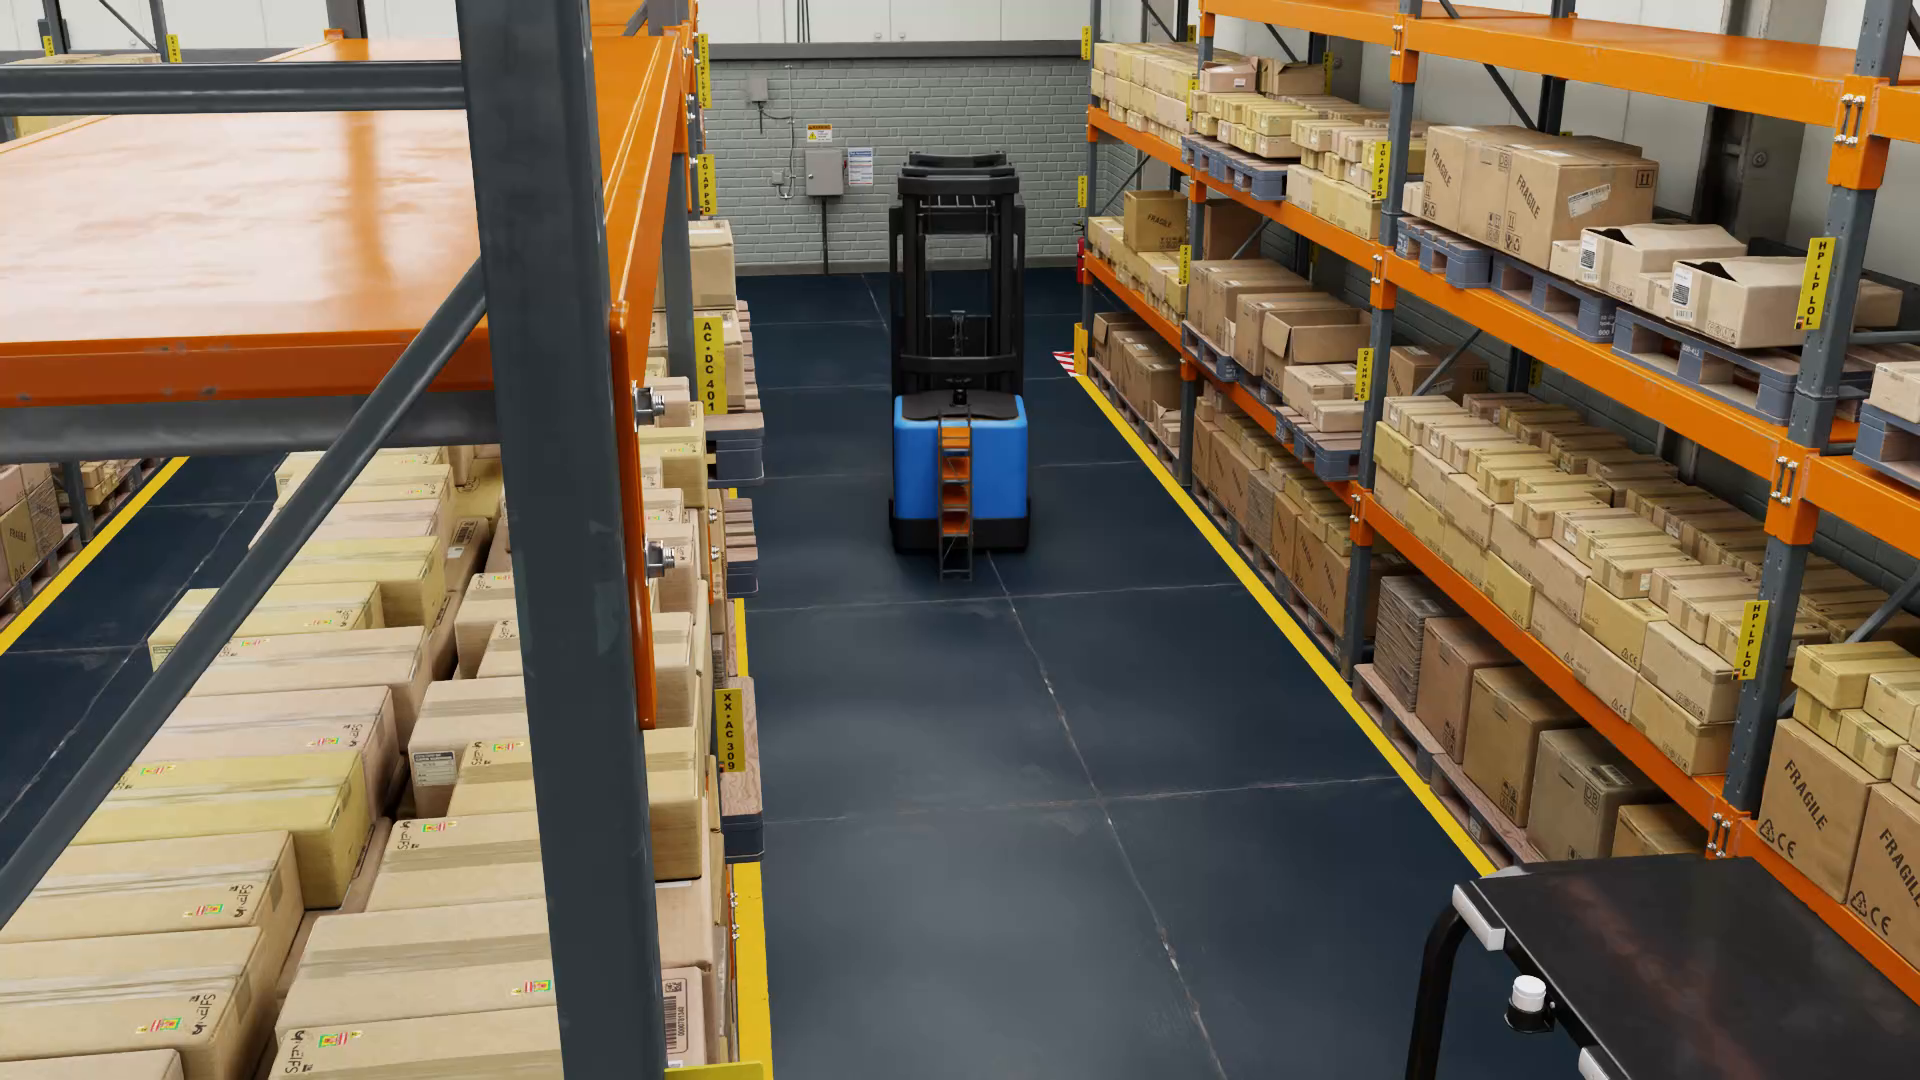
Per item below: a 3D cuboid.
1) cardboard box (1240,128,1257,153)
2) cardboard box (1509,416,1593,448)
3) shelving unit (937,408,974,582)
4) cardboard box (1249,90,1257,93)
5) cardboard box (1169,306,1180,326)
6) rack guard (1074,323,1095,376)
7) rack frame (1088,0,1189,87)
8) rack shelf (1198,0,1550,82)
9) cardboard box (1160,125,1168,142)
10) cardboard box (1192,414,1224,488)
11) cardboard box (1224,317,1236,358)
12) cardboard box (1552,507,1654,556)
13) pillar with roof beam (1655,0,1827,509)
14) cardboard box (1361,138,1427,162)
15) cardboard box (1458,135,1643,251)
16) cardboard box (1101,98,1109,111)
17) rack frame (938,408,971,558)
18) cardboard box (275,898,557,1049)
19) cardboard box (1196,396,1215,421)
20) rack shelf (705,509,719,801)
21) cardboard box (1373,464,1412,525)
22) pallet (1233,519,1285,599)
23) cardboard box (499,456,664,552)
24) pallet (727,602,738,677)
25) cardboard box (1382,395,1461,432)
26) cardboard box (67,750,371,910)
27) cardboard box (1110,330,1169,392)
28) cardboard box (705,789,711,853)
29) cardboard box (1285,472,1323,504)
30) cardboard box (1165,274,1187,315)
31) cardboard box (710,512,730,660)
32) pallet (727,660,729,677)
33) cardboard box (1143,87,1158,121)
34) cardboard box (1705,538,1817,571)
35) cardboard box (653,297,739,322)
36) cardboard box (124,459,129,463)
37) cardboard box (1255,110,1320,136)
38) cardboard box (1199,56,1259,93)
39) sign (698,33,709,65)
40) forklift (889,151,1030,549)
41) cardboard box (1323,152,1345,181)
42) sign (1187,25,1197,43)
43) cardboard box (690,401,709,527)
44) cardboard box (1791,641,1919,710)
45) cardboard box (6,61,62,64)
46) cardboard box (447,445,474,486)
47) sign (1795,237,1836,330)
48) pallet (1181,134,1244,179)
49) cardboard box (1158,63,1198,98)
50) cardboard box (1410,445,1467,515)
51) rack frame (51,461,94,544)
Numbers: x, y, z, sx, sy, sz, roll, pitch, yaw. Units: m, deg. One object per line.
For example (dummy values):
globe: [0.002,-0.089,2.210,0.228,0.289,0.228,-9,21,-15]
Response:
cardboard box: [2.233,-2.876,11.958,0.380,0.149,0.250,-2,21,-6]
cardboard box: [3.355,-0.596,9.455,0.380,0.149,0.250,-3,21,-8]
shelving unit: [-0.035,-0.338,12.407,0.258,1.200,0.503,-1,20,-1]
cardboard box: [2.616,-3.805,13.903,0.500,0.250,0.500,-3,21,-8]
cardboard box: [2.052,-1.979,14.588,0.380,0.149,0.250,-2,21,-6]
rack guard: [1.841,-2.098,18.119,1.175,0.500,0.348,-3,21,-8]
rack frame: [1.830,-6.106,16.702,1.000,3.000,0.127,-3,21,-8]
rack shelf: [2.695,-3.504,11.336,1.077,0.370,4.000,-3,21,-8]
cardboard box: [1.969,-3.571,14.562,0.380,0.149,0.250,-3,21,-8]
cardboard box: [2.254,-0.757,13.929,0.500,0.500,0.500,-2,21,-5]
cardboard box: [2.227,-1.544,12.654,0.396,0.266,0.258,-2,21,-5]
cardboard box: [3.077,-0.039,7.964,0.380,0.149,0.250,-3,21,-7]
pillar with roof beam: [-0.197,-2.713,7.618,9.100,9.000,0.400,-3,21,-8]
cardboard box: [2.707,-2.387,10.252,0.380,0.149,0.250,-4,21,-10]
cardboard box: [3.018,-1.788,8.544,0.700,0.500,0.500,-3,21,-9]
cardboard box: [1.646,-4.461,16.944,0.380,0.149,0.250,-2,21,-7]
rack frame: [-0.041,-0.424,12.636,0.240,1.200,0.015,-1,20,-1]
cardboard box: [-0.676,0.615,2.214,0.380,0.149,0.250,-3,21,-8]
cardboard box: [2.195,-1.102,13.926,0.380,0.149,0.250,-2,21,-5]
rack shelf: [-1.063,0.735,3.701,1.077,0.370,4.000,-3,21,-8]
cardboard box: [2.805,-0.289,9.918,0.500,0.250,0.500,-3,21,-8]
pallet: [2.740,0.099,12.650,1.003,0.211,1.213,-3,21,-8]
cardboard box: [-0.924,-0.091,4.106,0.380,0.149,0.250,-3,21,-9]
pallet: [-1.967,0.756,10.891,1.003,0.211,1.213,-3,21,-8]
cardboard box: [2.738,-0.751,9.870,0.380,0.149,0.250,-2,21,-6]
cardboard box: [-1.156,0.464,2.620,0.380,0.149,0.250,-3,21,-7]
cardboard box: [1.909,-1.807,16.738,0.700,0.500,0.500,-2,21,-6]
cardboard box: [-0.692,0.630,3.314,0.380,0.149,0.250,-3,21,-7]
cardboard box: [2.567,-0.380,11.991,0.380,0.149,0.250,-3,21,-9]
cardboard box: [2.092,-2.144,14.457,0.500,0.250,0.500,-2,21,-6]
cardboard box: [-1.266,0.206,7.209,0.500,0.500,0.500,-3,21,-8]
pallet: [-1.602,0.499,7.866,1.003,0.211,1.213,-3,21,-8]
cardboard box: [1.941,-3.896,14.864,0.500,0.250,0.500,-2,21,-7]
cardboard box: [3.642,0.107,7.573,0.380,0.149,0.250,-3,21,-8]
cardboard box: [-1.113,-0.819,6.448,0.500,0.250,0.500,-3,21,-8]
cardboard box: [-7.408,-0.730,14.358,0.380,0.149,0.250,-4,21,-10]
cardboard box: [2.296,-2.925,11.664,0.380,0.149,0.250,-3,21,-7]
cardboard box: [2.104,-3.653,13.021,0.396,0.266,0.258,-3,21,-8]
sign: [-2.542,-4.849,16.473,0.100,0.325,0.005,-3,21,-8]
forklift: [-0.029,-1.772,13.772,1.130,2.935,3.031,-1,20,-1]
cardboard box: [2.584,-2.425,10.778,0.380,0.149,0.250,-3,21,-8]
sign: [2.382,-5.136,17.129,0.100,0.325,0.005,-3,21,-8]
cardboard box: [-1.021,-0.223,5.029,0.500,0.250,0.500,-3,21,-8]
cardboard box: [3.312,0.495,6.109,0.380,0.149,0.250,-2,21,-7]
cardboard box: [-8.124,-4.120,14.604,0.380,0.149,0.250,-3,21,-7]
cardboard box: [-1.534,-0.244,4.515,0.380,0.149,0.250,-4,21,-10]
sign: [3.024,-0.905,5.875,0.100,0.325,0.005,-3,21,-8]
pallet: [2.431,-2.998,12.938,1.213,0.211,1.003,-3,21,-8]
cardboard box: [2.014,-3.957,14.310,0.500,0.250,0.500,-3,21,-9]
cardboard box: [2.876,-0.350,9.366,0.500,0.250,0.500,-2,21,-6]
rack frame: [-7.389,-1.374,12.608,1.000,3.000,0.127,-3,21,-8]
